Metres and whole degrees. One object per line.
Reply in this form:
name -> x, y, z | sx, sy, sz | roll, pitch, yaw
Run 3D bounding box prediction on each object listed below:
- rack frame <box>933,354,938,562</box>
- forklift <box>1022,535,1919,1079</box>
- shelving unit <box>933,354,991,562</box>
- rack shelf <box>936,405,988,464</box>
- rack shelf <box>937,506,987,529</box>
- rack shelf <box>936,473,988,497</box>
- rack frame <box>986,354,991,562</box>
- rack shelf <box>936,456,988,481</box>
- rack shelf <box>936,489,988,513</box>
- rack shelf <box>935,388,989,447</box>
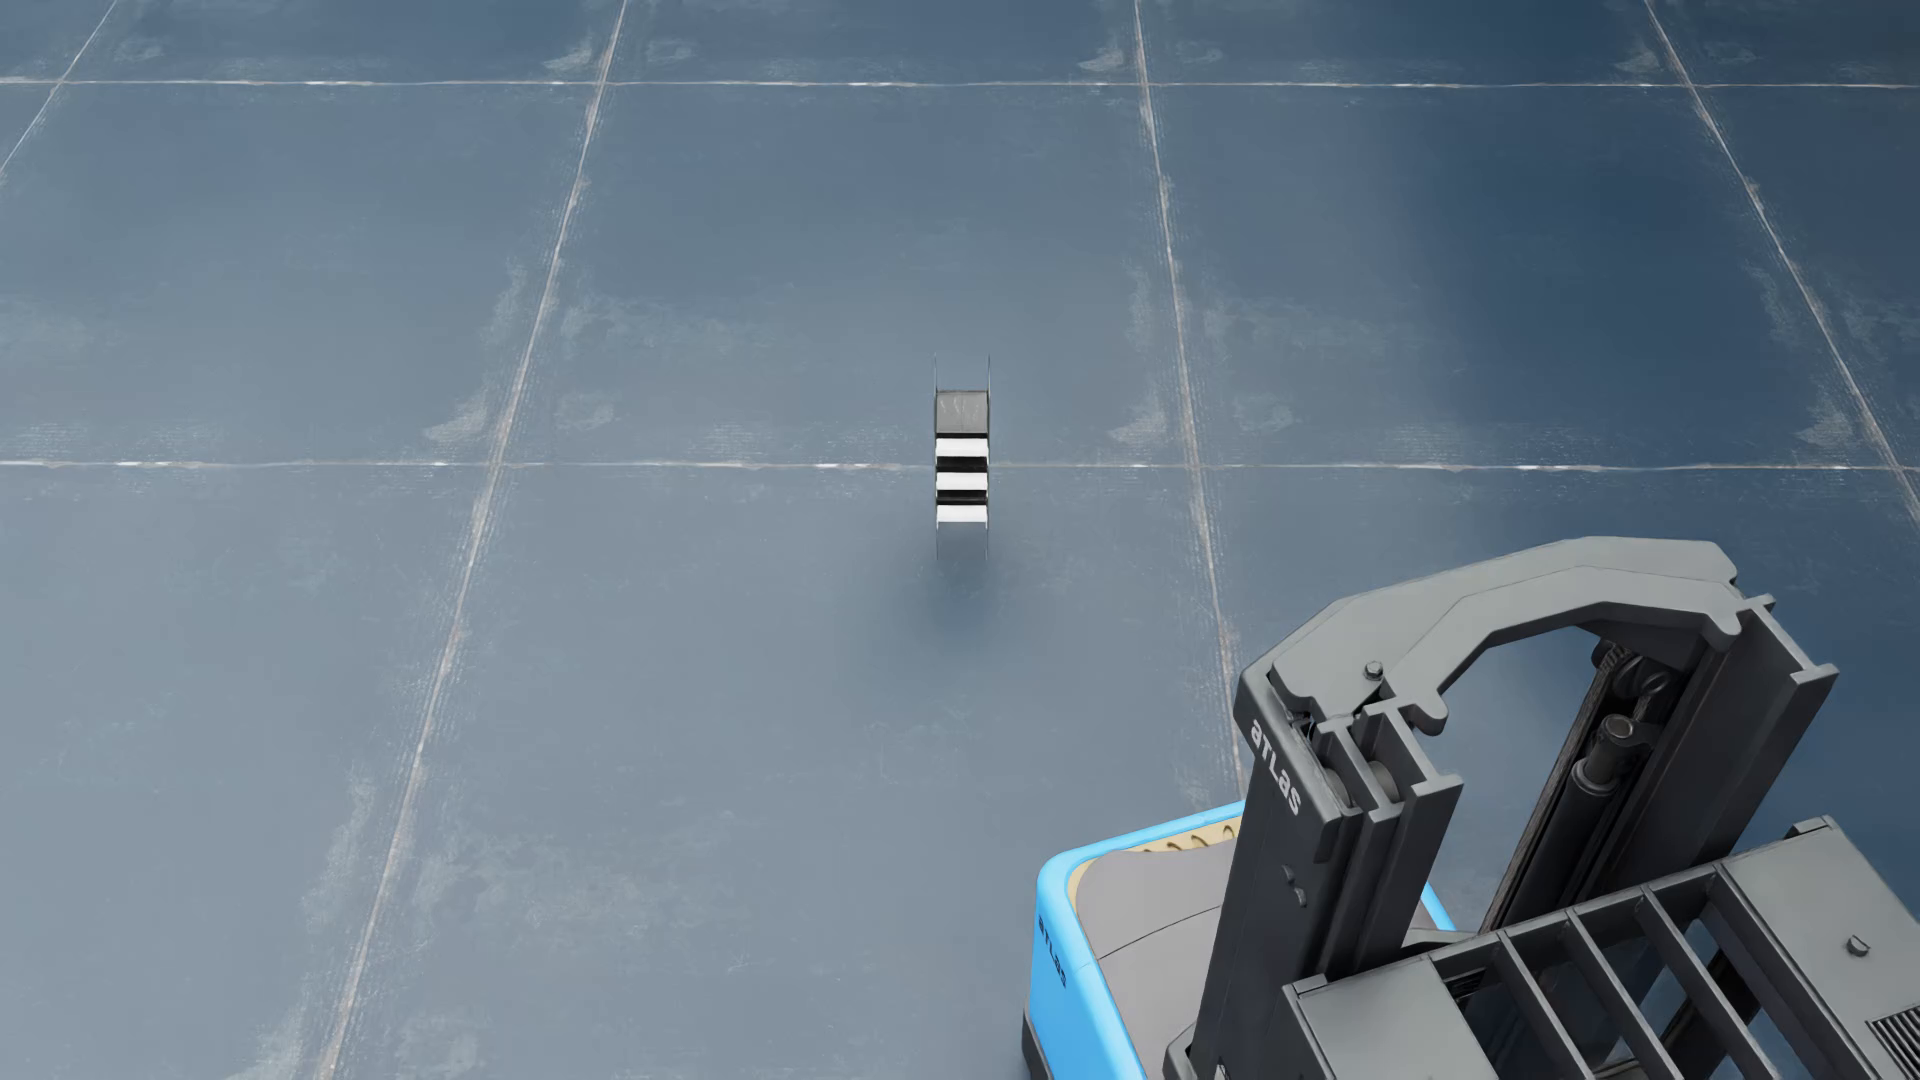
rack frame -> -0.094, -0.307, 6.502 | 0.006, 0.900, 0.240 | 0, 47, 0
forklift -> 1.141, 1.524, 3.410 | 1.130, 2.935, 3.031 | -14, 49, -12
shelving unit -> 0.008, -0.307, 6.501 | 0.210, 0.900, 0.258 | 0, 47, 0
rack shelf -> 0.008, -0.406, 6.394 | 0.200, 0.077, 0.258 | 0, 47, 0
rack shelf -> 0.008, -0.161, 6.658 | 0.200, 0.077, 0.258 | 0, 47, 0
rack shelf -> 0.008, -0.284, 6.526 | 0.200, 0.077, 0.258 | 0, 47, 0
rack frame -> 0.110, -0.306, 6.501 | 0.006, 0.900, 0.240 | 0, 47, 0
rack shelf -> 0.008, -0.345, 6.460 | 0.200, 0.077, 0.258 | 0, 47, 0
rack shelf -> 0.008, -0.223, 6.592 | 0.200, 0.077, 0.258 | 0, 47, 0
rack shelf -> 0.008, -0.468, 6.328 | 0.200, 0.077, 0.258 | 0, 47, 0
